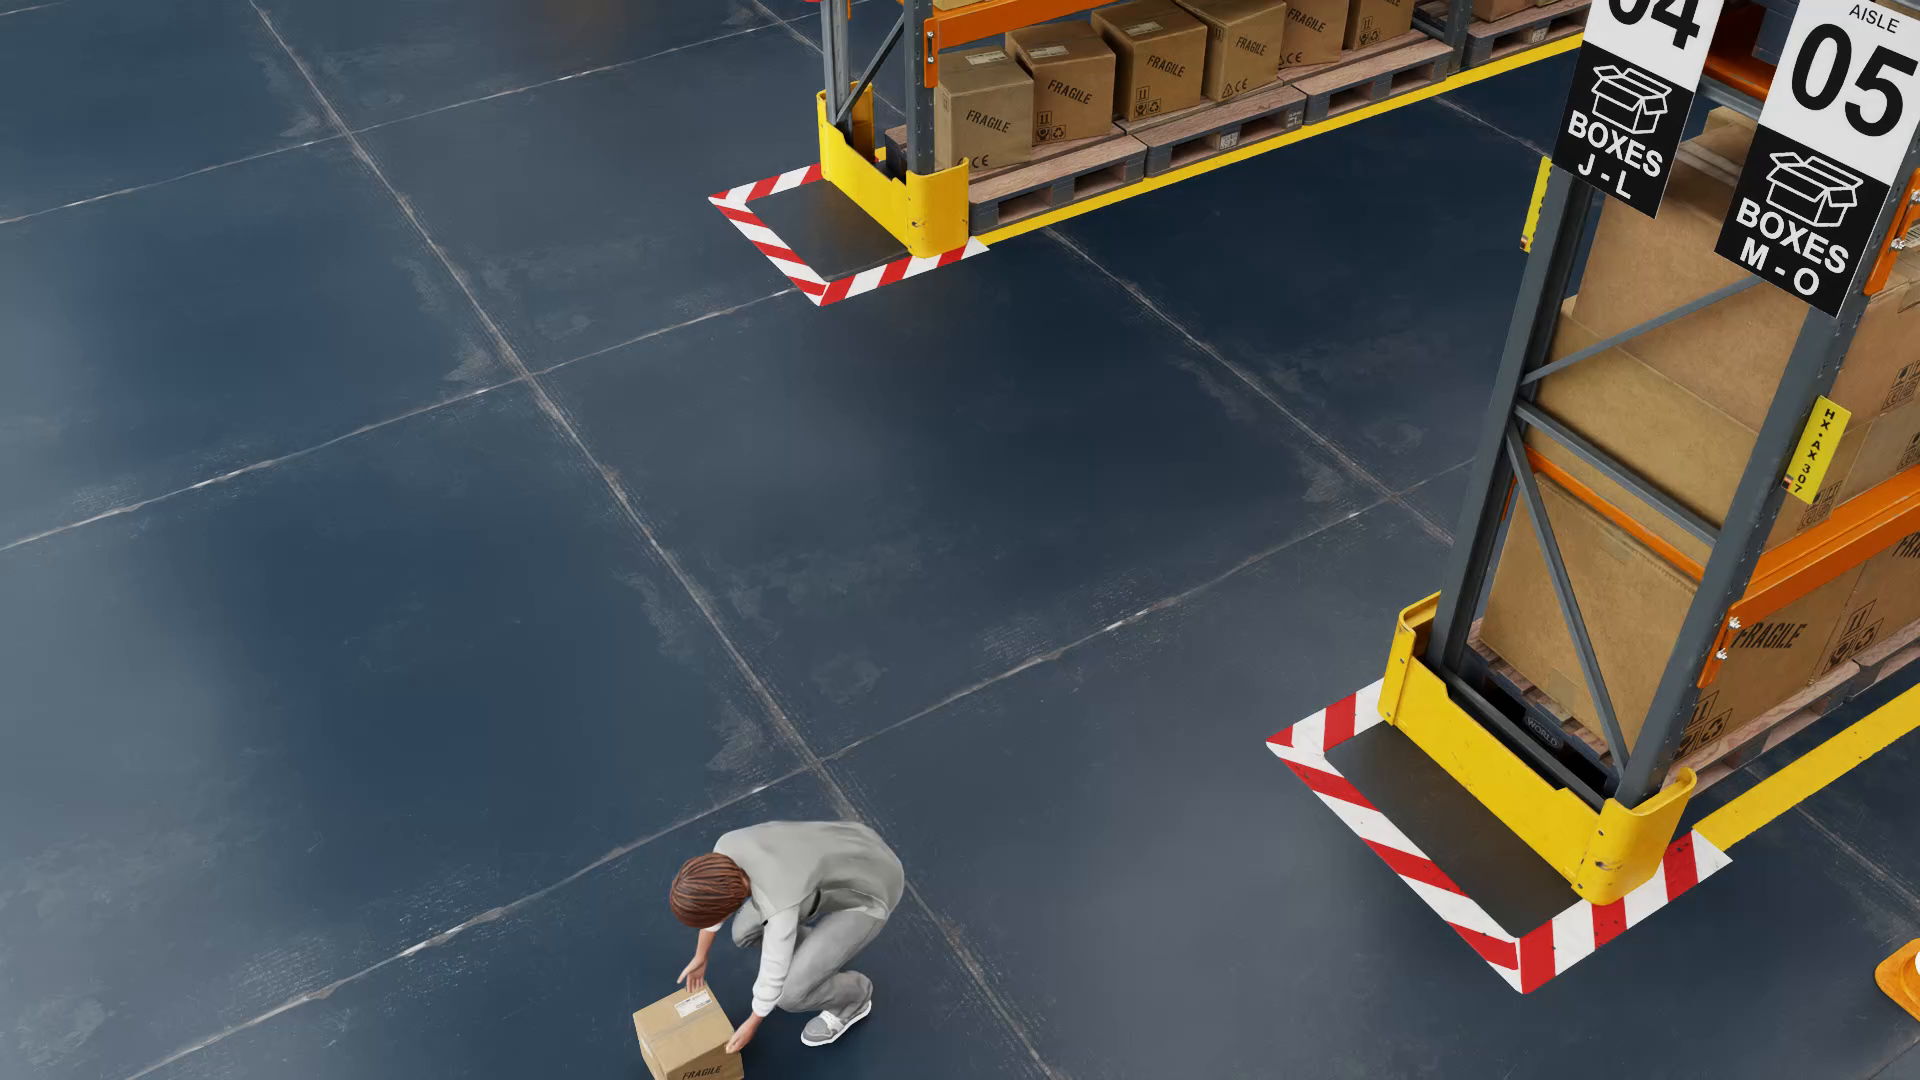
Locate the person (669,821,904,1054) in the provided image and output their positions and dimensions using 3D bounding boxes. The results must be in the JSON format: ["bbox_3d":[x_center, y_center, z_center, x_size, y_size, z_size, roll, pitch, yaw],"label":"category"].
[{"bbox_3d":[-0.520,1.217,5.229,0.769,1.010,0.456,-23,46,-24],"label":"person"}]
